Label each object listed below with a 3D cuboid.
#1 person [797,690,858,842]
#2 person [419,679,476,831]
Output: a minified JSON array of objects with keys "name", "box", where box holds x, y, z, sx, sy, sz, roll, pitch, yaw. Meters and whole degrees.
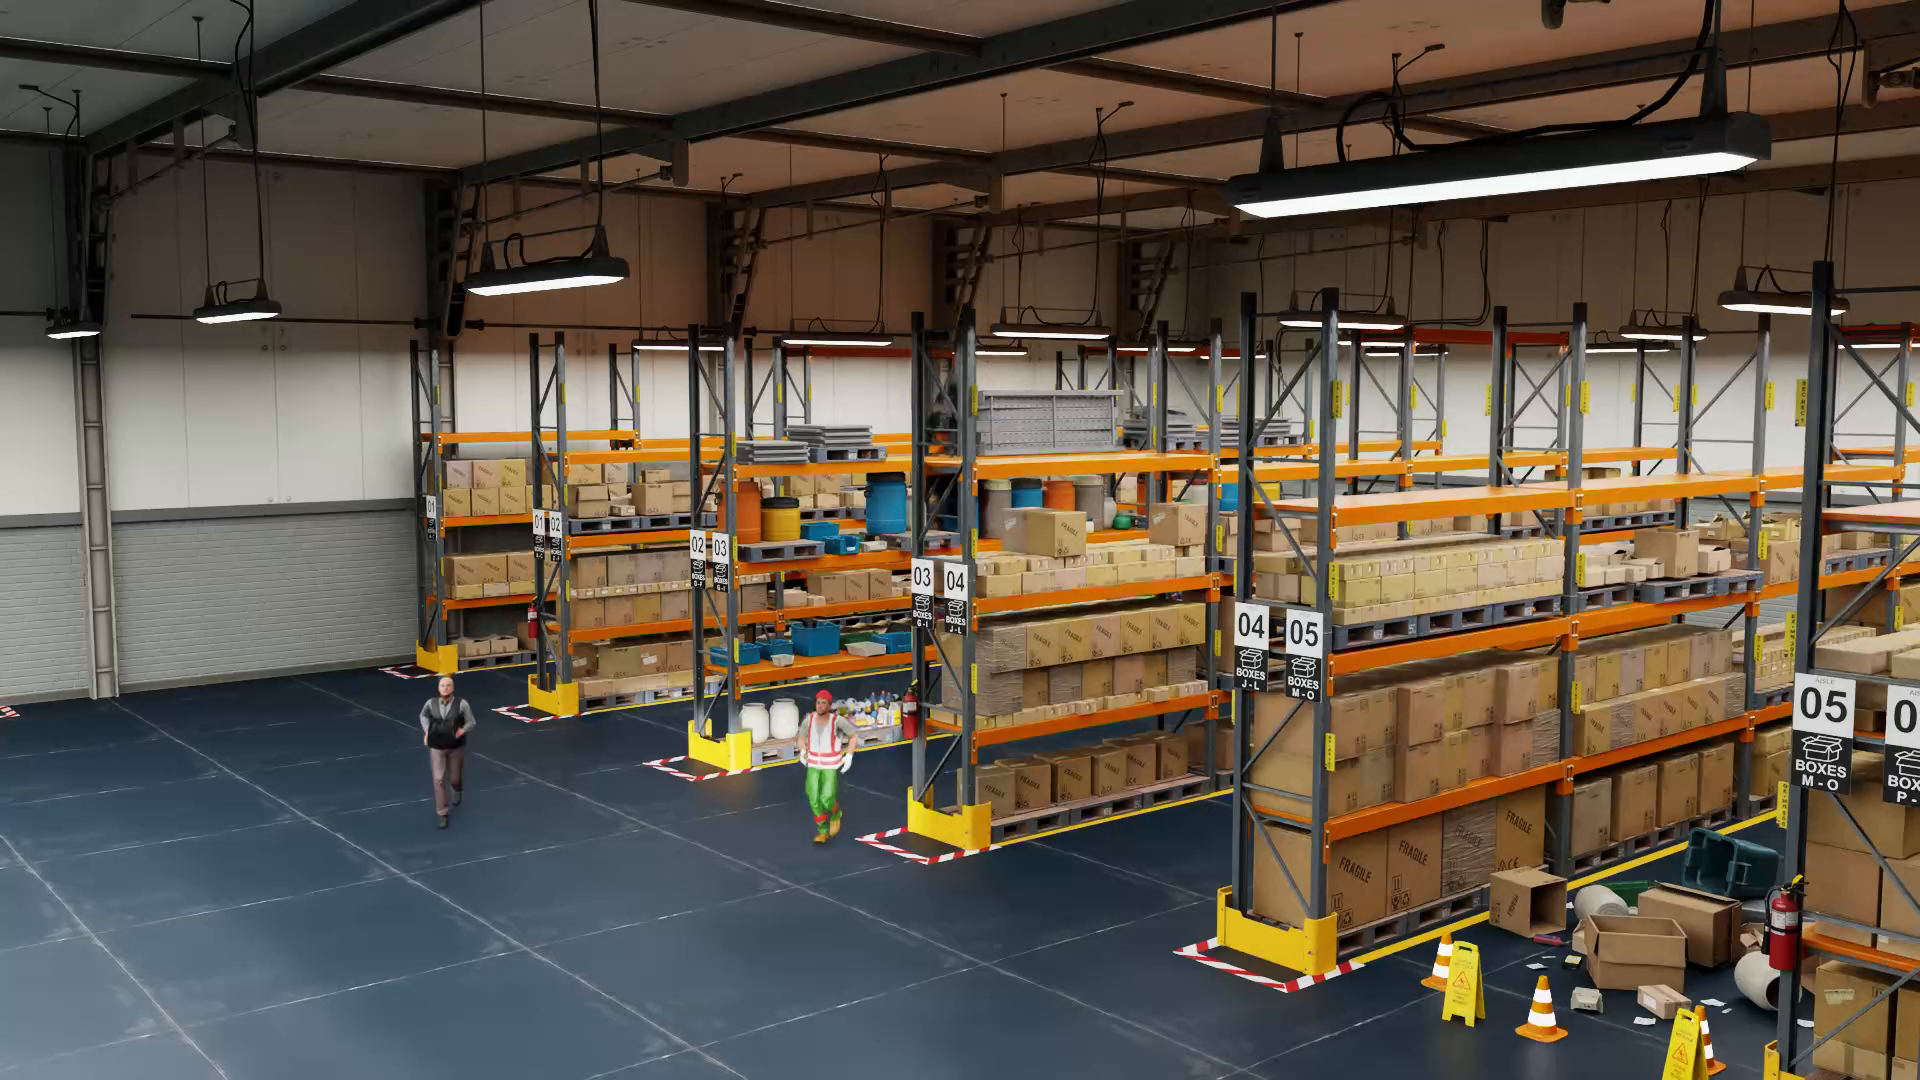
[{"name":"person","box":[-1.537,2.557,18.667,0.666,1.744,0.598,1,5,14]},{"name":"person","box":[-6.081,2.500,19.727,0.662,1.722,0.887,-1,5,-11]}]
